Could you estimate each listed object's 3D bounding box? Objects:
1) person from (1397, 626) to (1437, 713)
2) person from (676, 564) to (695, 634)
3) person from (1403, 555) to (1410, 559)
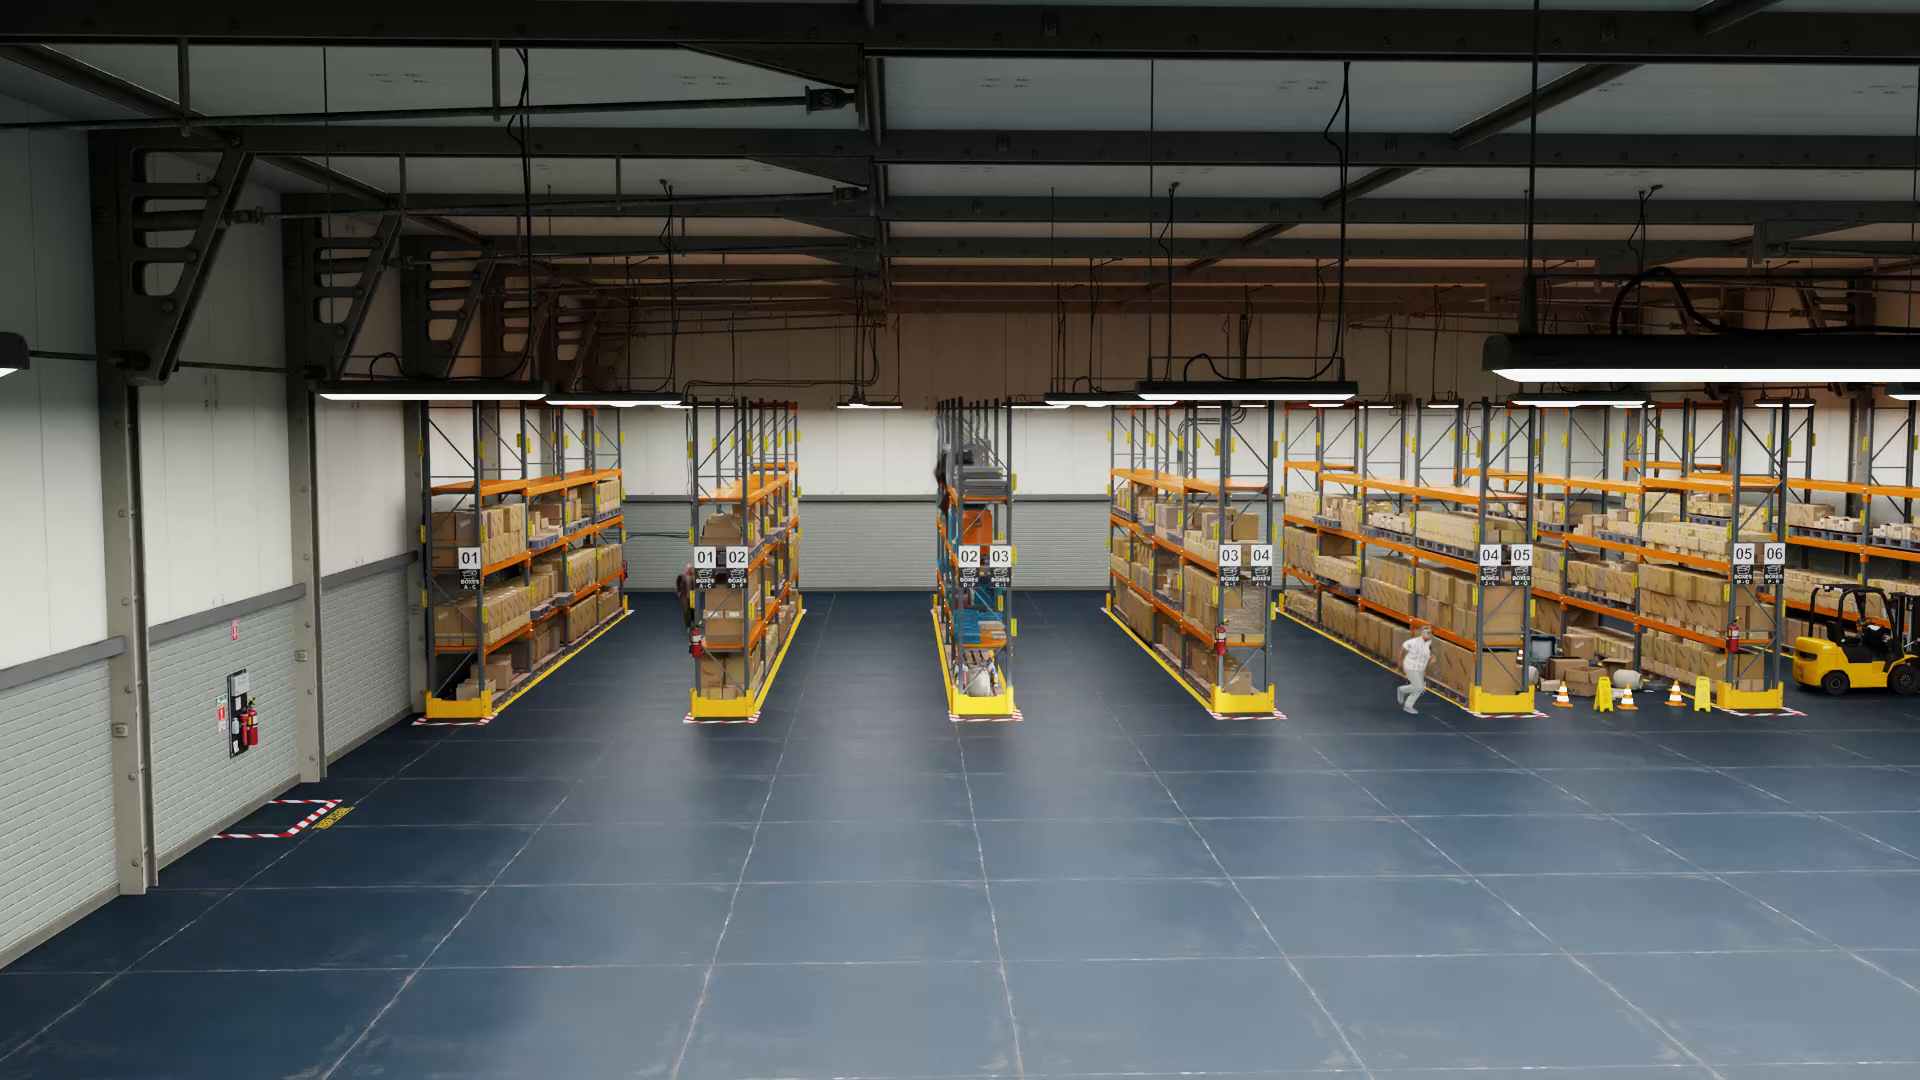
[{"bbox_3d":[8.688,2.451,31.595,0.651,1.701,0.749,-4,6,-43],"label":"person"},{"bbox_3d":[-7.047,1.509,43.252,0.687,1.775,0.941,-1,4,-8],"label":"person"},{"bbox_3d":[12.153,1.311,45.394,0.660,1.831,0.860,-2,5,-20],"label":"person"}]
